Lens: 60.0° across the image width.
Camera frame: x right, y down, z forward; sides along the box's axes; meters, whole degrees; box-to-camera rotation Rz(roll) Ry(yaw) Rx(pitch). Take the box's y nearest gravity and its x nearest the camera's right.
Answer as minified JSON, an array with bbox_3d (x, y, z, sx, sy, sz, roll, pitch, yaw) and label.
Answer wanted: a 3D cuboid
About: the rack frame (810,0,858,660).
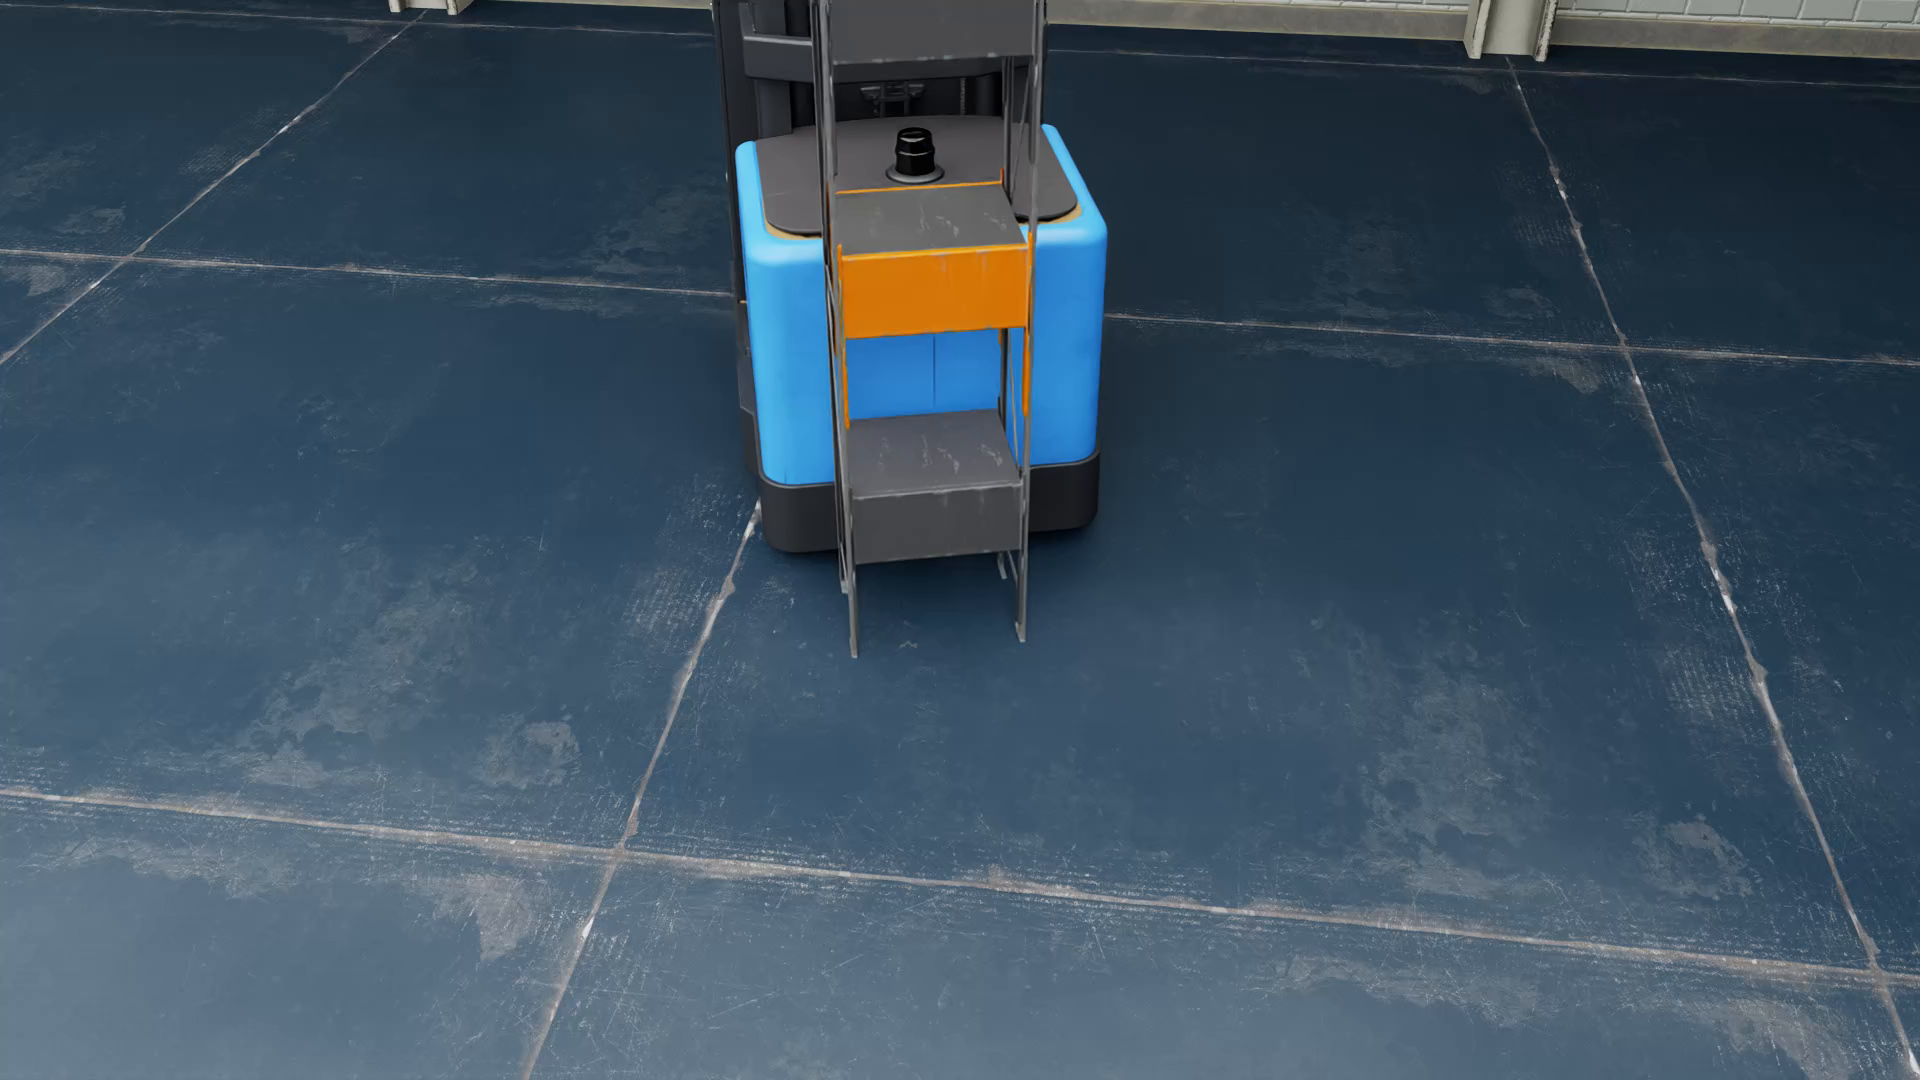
[{"bbox_3d":[-0.331,-0.626,4.320,0.015,2.100,0.400,-5,36,-7],"label":"rack frame"}]

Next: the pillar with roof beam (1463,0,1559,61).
[{"bbox_3d":[2.377,-3.819,2.854,0.400,9.000,9.100,4,36,6],"label":"pillar with roof beam"}]

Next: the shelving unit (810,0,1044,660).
[{"bbox_3d":[-0.089,-0.647,4.349,0.503,2.100,0.431,-5,36,-7],"label":"shelving unit"}]

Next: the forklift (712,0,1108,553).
[{"bbox_3d":[-0.297,-2.002,5.532,1.130,2.935,3.031,-5,36,-7],"label":"forklift"}]

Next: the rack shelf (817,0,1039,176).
[{"bbox_3d":[-0.089,-1.206,3.951,0.480,0.518,0.431,-5,36,-7],"label":"rack shelf"}]

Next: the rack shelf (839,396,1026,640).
[{"bbox_3d":[-0.089,-0.066,4.764,0.480,0.518,0.431,-5,36,-7],"label":"rack shelf"}]

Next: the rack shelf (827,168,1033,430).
[{"bbox_3d":[-0.089,-0.636,4.357,0.480,0.518,0.431,-5,36,-7],"label":"rack shelf"}]

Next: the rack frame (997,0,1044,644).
[{"bbox_3d":[0.152,-0.668,4.379,0.015,2.100,0.400,-5,36,-7],"label":"rack frame"}]
